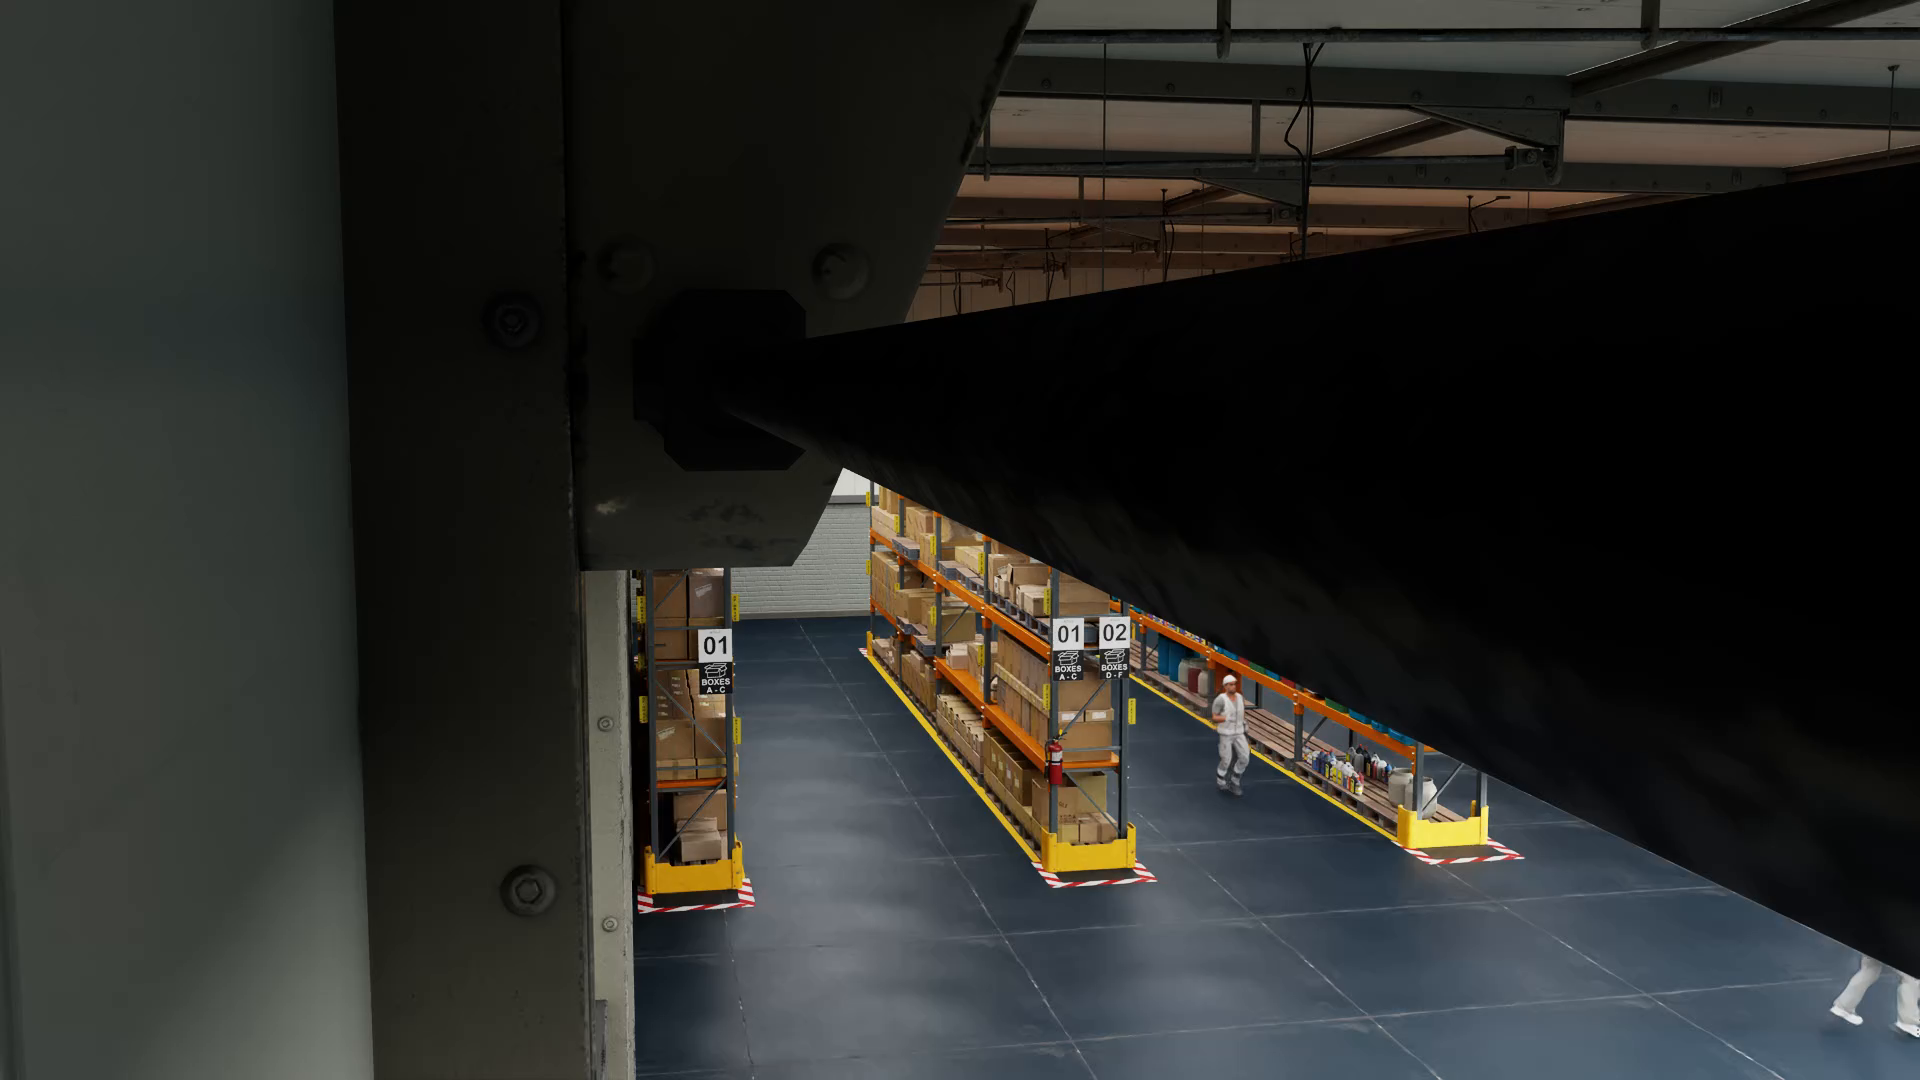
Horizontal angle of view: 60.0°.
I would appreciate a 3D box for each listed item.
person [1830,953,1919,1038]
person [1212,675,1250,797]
[{"bbox_3d":[8.750,3.847,15.734,0.797,1.715,0.541,1,6,5],"label":"person"},{"bbox_3d":[4.018,2.891,24.506,0.635,1.809,0.681,-2,6,-19],"label":"person"}]
